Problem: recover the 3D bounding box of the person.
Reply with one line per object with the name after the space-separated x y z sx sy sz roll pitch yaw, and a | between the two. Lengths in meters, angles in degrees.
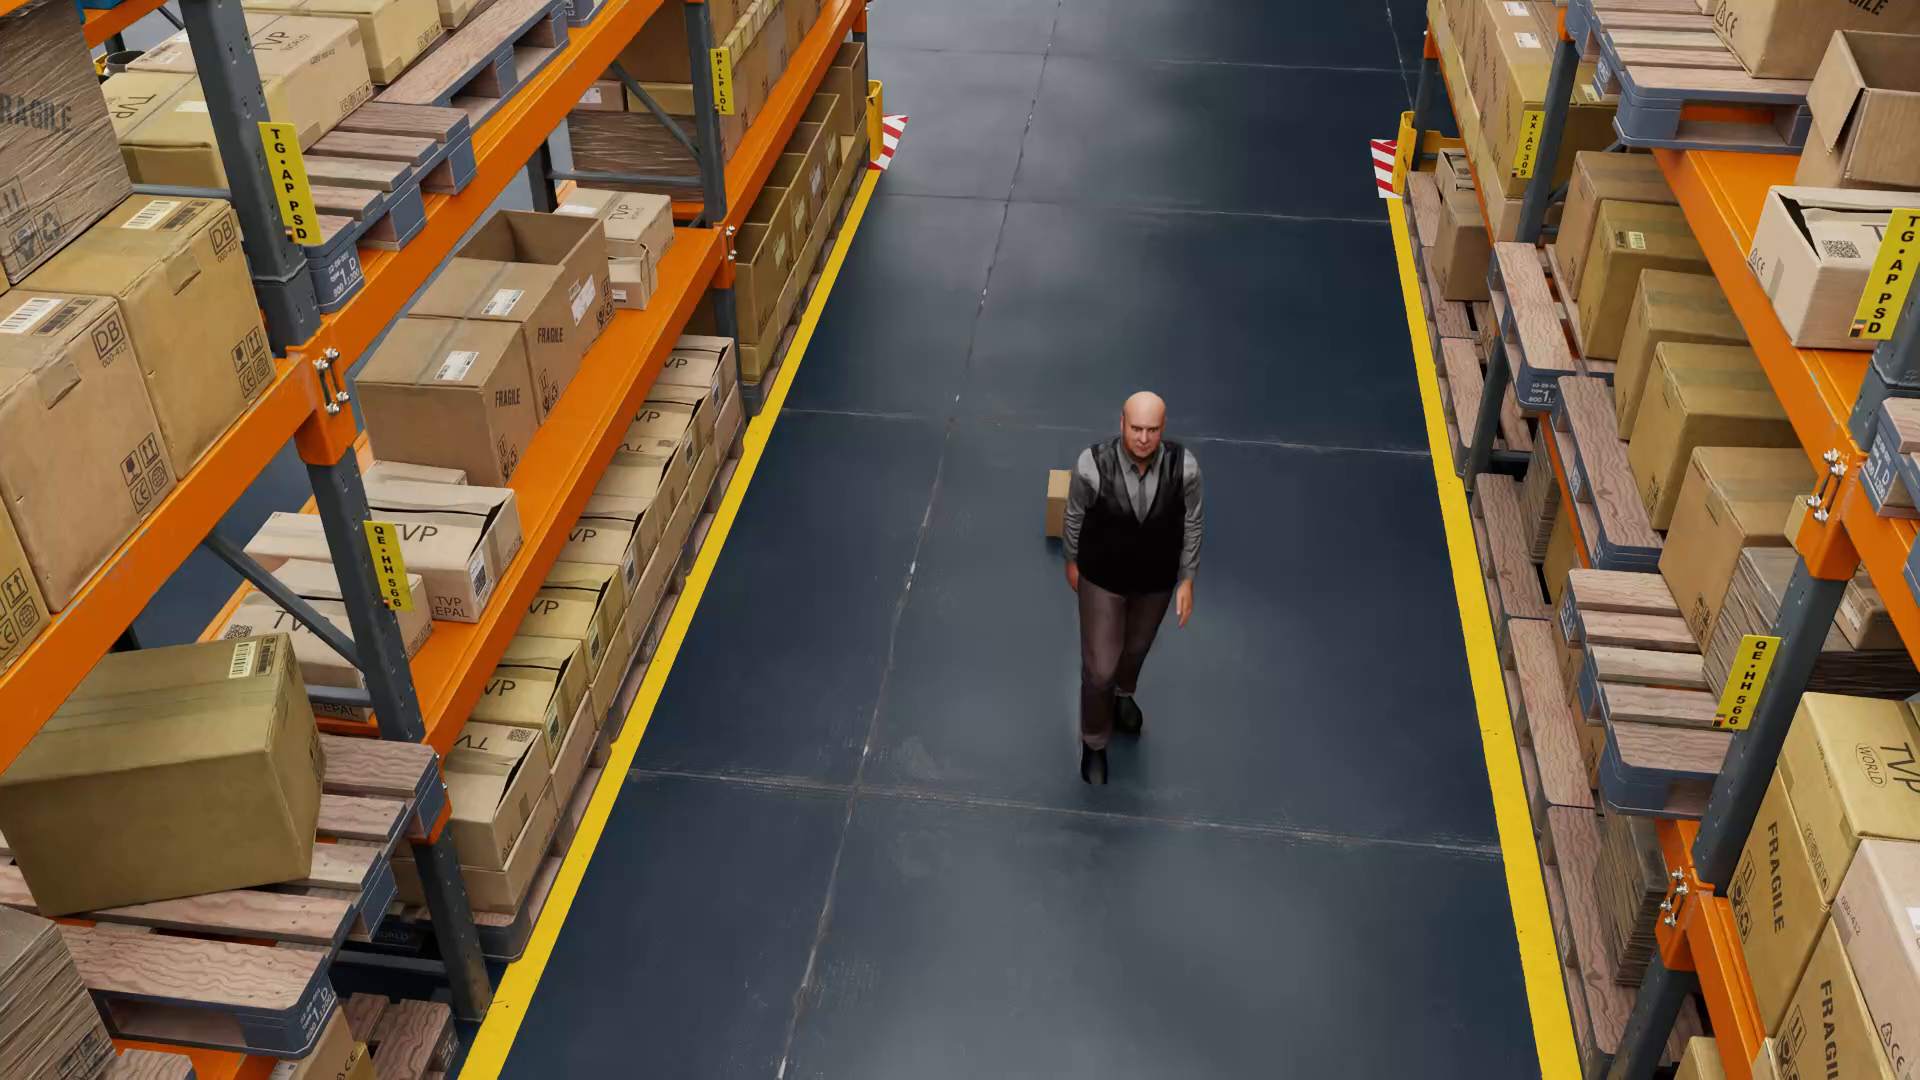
0.700 0.186 6.828 0.550 1.783 0.592 -4 36 -5 | person
